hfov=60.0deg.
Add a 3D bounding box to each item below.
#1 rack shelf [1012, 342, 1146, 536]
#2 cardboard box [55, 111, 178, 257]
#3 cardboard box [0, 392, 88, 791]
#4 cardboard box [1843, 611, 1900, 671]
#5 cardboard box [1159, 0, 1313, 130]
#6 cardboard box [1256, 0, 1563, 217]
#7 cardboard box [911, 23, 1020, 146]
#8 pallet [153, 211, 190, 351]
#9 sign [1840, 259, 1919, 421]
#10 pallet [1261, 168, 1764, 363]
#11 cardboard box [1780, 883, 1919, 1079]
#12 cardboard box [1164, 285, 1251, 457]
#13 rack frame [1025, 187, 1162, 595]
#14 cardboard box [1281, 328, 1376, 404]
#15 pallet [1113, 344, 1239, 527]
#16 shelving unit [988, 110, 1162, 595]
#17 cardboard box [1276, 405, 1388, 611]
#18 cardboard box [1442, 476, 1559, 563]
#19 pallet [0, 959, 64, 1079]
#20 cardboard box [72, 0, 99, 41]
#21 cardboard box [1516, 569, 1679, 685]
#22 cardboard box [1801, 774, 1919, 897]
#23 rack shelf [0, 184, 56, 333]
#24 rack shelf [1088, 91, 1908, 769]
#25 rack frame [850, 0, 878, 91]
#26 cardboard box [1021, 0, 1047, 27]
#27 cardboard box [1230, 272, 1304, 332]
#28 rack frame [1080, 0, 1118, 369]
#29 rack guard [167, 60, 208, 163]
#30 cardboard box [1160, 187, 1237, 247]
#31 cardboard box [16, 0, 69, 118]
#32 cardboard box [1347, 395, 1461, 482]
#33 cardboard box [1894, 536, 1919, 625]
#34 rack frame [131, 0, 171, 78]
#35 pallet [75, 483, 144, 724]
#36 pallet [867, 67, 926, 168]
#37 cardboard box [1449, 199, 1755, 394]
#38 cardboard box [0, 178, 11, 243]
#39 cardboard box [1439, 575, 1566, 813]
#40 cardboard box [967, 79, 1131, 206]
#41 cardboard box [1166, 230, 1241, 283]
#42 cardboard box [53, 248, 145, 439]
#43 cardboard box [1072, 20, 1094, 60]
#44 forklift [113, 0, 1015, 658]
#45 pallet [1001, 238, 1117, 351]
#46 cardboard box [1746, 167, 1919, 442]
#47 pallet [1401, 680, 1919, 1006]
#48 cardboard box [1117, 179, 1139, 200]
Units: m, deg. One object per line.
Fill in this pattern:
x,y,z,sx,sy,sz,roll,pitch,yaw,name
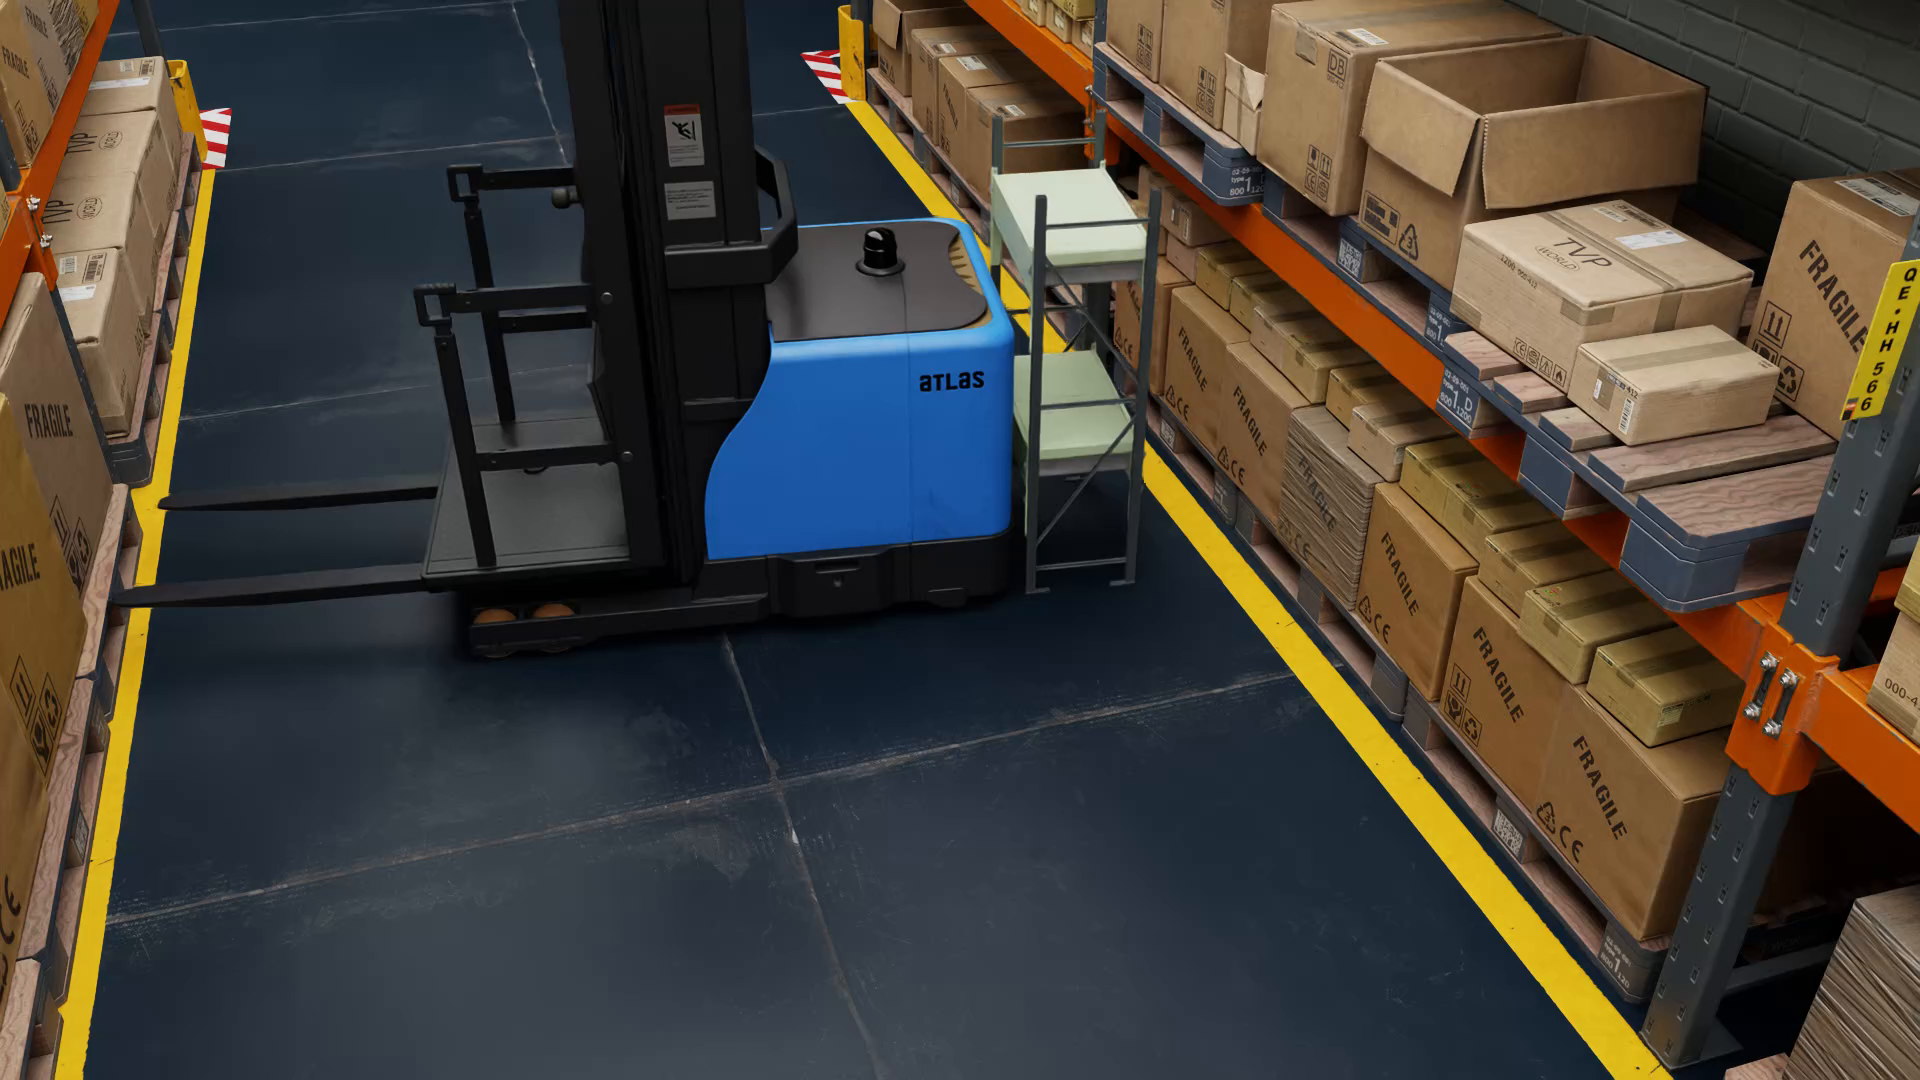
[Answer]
0.371,-0.381,6.058,0.431,0.370,0.720,-5,34,-8,rack shelf
-4.332,-1.680,8.014,0.875,0.438,0.875,-9,35,-13,cardboard box
-3.148,0.214,4.751,0.875,0.875,0.875,-9,35,-13,cardboard box
2.388,0.252,4.446,0.380,0.149,0.250,-8,34,-12,cardboard box
1.123,-1.772,5.739,0.700,0.500,0.500,-10,35,-14,cardboard box
1.362,-1.360,5.116,0.700,0.500,0.500,-10,35,-15,cardboard box
0.130,-2.559,9.288,0.700,0.500,0.500,-9,34,-13,cardboard box
-4.229,-1.173,7.833,1.003,0.211,1.213,-10,35,-15,pallet
1.736,-0.372,3.114,0.100,0.325,0.005,-10,35,-15,sign
1.653,-0.959,5.154,1.003,0.211,1.213,-10,35,-15,pallet
2.427,1.127,3.597,0.875,0.625,0.625,-9,34,-13,cardboard box
1.135,-0.681,6.447,0.500,0.500,0.500,-10,35,-15,cardboard box
0.432,-0.454,5.577,0.400,1.500,0.023,-5,34,-8,rack frame
1.344,-0.614,5.756,0.380,0.149,0.250,-9,34,-13,cardboard box
1.314,-0.535,6.868,1.003,0.211,1.213,-10,35,-15,pallet
0.371,-0.653,5.878,0.431,1.500,0.755,-5,34,-8,shelving unit
1.435,-0.145,5.635,0.500,0.500,0.500,-11,35,-16,cardboard box
1.670,-0.068,4.931,0.380,0.149,0.250,-9,35,-13,cardboard box
-2.645,1.555,3.705,1.003,0.211,1.213,-10,35,-15,pallet
-4.042,-2.412,7.088,0.500,0.500,0.500,-9,35,-13,cardboard box
1.746,0.224,4.489,0.380,0.149,0.250,-12,35,-17,cardboard box
2.389,0.581,4.537,0.500,0.500,0.500,-9,34,-13,cardboard box
-3.086,0.068,4.079,1.077,0.370,4.000,-10,35,-15,rack shelf
1.640,-0.769,5.345,1.077,0.370,4.000,-10,35,-15,rack shelf
-0.190,-4.219,9.914,1.000,3.000,0.127,-10,35,-15,rack frame
0.490,-2.404,7.396,0.380,0.149,0.250,-9,35,-13,cardboard box
1.230,-0.882,6.162,0.380,0.149,0.250,-11,35,-16,cardboard box
1.030,-2.119,6.735,1.000,3.000,0.127,-10,35,-15,rack frame
-4.923,-2.352,9.356,1.175,0.500,0.348,-10,35,-15,rack guard
1.011,-1.284,6.501,0.380,0.149,0.250,-12,35,-17,cardboard box
-3.739,-1.879,6.282,0.500,0.500,0.500,-10,35,-14,cardboard box
1.481,-0.339,5.340,0.380,0.149,0.250,-12,35,-17,cardboard box
2.129,0.114,3.040,0.500,0.250,0.500,-10,35,-15,cardboard box
-4.916,-3.382,8.648,1.000,3.000,0.127,-10,35,-15,rack frame
-3.389,0.274,5.644,1.003,0.211,1.213,-10,35,-15,pallet
0.077,-2.597,9.989,1.003,0.211,1.213,-10,35,-15,pallet
1.620,-0.631,4.239,0.500,0.250,0.500,-12,35,-17,cardboard box
-3.319,-1.026,5.218,0.500,0.250,0.500,-11,35,-16,cardboard box
1.774,0.399,4.812,0.500,0.500,0.500,-11,35,-15,cardboard box
0.447,-2.014,8.463,0.700,0.500,0.500,-11,35,-17,cardboard box
1.044,-1.156,6.577,0.380,0.149,0.250,-11,35,-16,cardboard box
-3.785,-0.736,6.586,0.875,0.438,0.875,-11,35,-15,cardboard box
0.692,-2.139,6.994,0.380,0.149,0.250,-10,35,-14,cardboard box
-1.372,-1.136,5.310,3.031,2.935,1.130,-5,34,-7,forklift
0.821,-1.316,8.050,1.003,0.211,1.213,-10,35,-15,pallet
2.242,-0.532,3.863,0.500,0.500,0.500,-8,34,-12,cardboard box
2.058,0.746,4.929,1.003,0.211,1.213,-10,35,-15,pallet
1.054,-1.559,7.946,0.500,0.311,0.500,-9,34,-13,cardboard box
